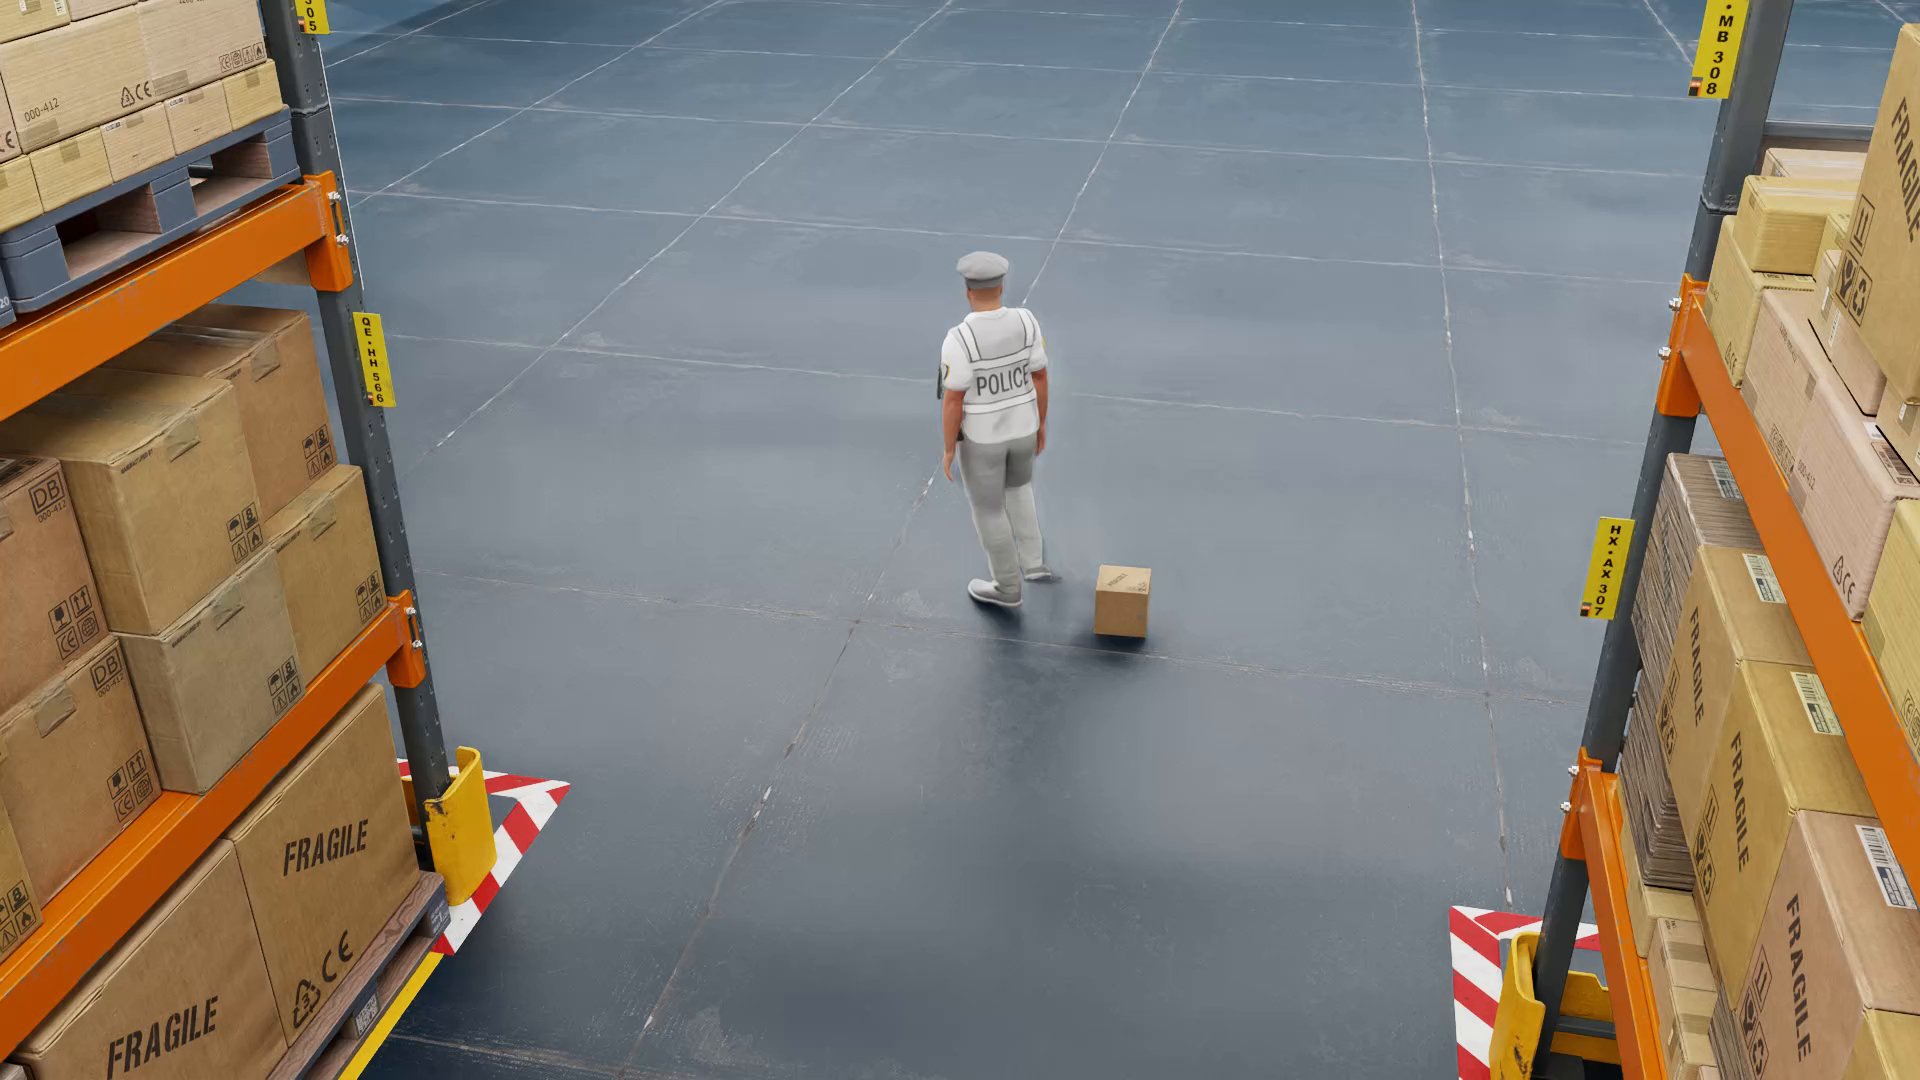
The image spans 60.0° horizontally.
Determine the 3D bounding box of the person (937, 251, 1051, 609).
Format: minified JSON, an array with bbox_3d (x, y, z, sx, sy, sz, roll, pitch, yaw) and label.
[{"bbox_3d":[0.222,-0.507,8.052,0.584,1.763,0.487,-17,33,-28],"label":"person"}]
